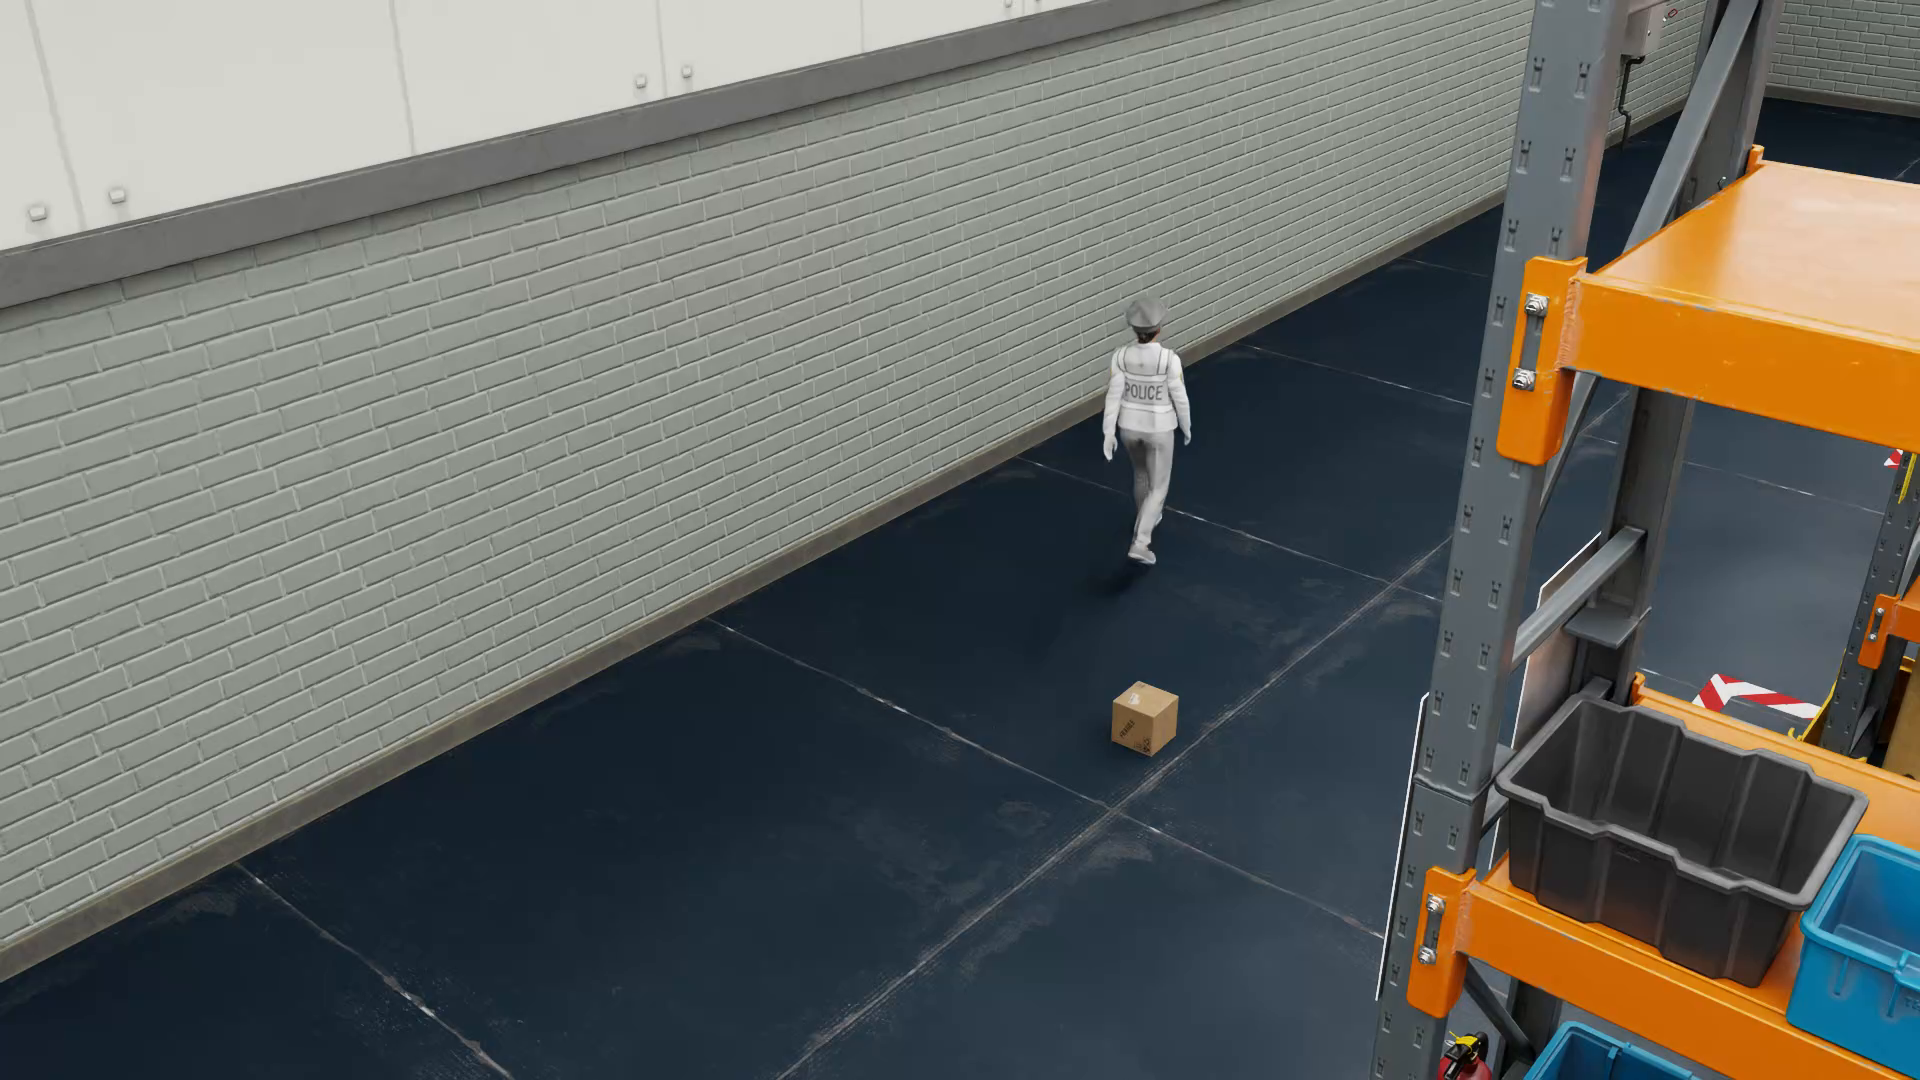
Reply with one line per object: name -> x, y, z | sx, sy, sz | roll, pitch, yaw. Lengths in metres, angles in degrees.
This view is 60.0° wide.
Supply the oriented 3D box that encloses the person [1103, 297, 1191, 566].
person -> 1.144, -0.680, 10.290 | 0.503, 1.647, 0.956 | 12, 30, 22
